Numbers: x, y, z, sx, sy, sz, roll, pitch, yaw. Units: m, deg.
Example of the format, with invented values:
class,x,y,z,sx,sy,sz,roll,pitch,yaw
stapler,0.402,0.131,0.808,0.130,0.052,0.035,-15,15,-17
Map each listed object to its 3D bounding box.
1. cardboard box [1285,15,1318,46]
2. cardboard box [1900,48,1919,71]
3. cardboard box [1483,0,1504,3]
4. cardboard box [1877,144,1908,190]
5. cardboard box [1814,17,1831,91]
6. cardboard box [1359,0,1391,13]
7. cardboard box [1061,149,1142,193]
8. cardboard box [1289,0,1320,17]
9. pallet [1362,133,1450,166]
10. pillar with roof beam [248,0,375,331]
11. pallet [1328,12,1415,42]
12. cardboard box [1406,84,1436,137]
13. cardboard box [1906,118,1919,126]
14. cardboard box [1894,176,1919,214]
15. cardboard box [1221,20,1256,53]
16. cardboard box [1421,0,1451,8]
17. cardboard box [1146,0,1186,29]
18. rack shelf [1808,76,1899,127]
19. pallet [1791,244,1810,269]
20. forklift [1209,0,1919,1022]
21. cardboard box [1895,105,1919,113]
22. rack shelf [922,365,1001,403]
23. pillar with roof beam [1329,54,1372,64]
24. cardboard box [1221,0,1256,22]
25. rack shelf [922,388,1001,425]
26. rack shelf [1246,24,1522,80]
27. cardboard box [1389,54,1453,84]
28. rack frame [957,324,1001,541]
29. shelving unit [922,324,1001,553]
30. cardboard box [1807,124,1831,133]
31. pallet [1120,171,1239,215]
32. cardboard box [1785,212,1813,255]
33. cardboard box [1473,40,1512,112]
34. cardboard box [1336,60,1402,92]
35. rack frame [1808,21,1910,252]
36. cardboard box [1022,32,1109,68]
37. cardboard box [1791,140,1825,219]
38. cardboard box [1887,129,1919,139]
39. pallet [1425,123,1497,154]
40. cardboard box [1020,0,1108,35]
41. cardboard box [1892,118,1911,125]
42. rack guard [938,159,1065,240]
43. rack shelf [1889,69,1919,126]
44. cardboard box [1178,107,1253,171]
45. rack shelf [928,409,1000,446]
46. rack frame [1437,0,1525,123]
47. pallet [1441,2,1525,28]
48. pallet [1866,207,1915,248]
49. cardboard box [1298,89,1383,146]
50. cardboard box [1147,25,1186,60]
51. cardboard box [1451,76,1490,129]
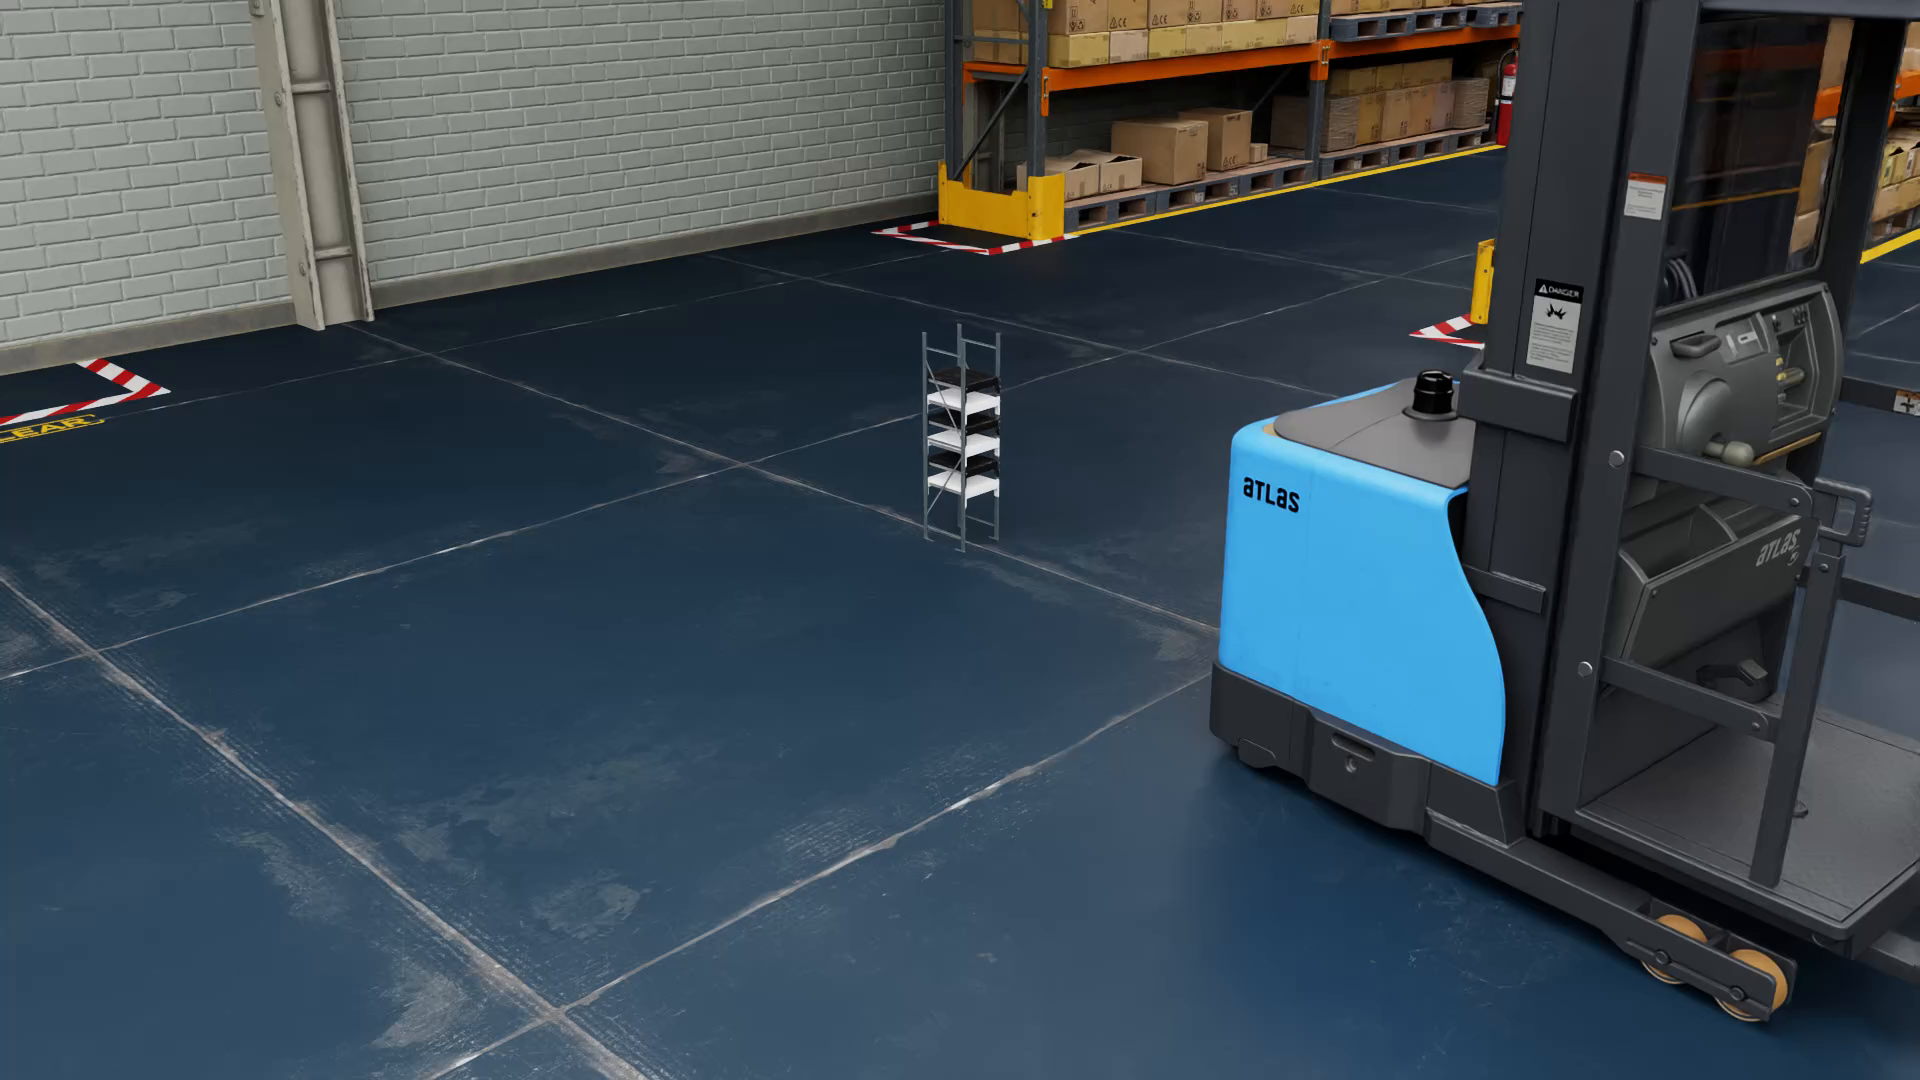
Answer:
class,x,y,z,sx,sy,sz,roll,pitch,yaw
cardboard box,2.955,-4.729,15.379,0.500,0.250,0.500,19,28,41
cardboard box,7.384,-3.808,13.151,0.380,0.149,0.250,19,28,41
cardboard box,5.538,-6.145,18.127,0.700,0.500,0.500,15,26,35
cardboard box,7.086,-2.967,13.078,0.500,0.311,0.500,19,28,41
cardboard box,5.599,-3.415,11.638,0.500,0.500,0.700,-20,28,-41
cardboard box,3.842,-5.504,16.460,0.500,0.500,0.700,-17,27,-37
cardboard box,1.222,-3.212,14.384,0.500,0.311,0.500,-17,27,-38
cardboard box,2.960,-5.078,15.241,0.500,0.500,0.500,19,28,41
pallet,4.461,-4.202,17.712,1.003,0.211,1.213,19,28,41
pillar with roof beam,-0.955,-4.536,6.334,9.100,9.000,0.400,19,28,41
pallet,3.705,-5.058,16.321,1.003,0.211,1.213,19,28,41
cardboard box,4.624,-4.618,17.780,0.700,0.500,0.500,19,28,40
cardboard box,8.509,-3.491,14.441,0.500,0.311,0.500,19,28,40
cardboard box,7.436,-2.834,13.514,0.500,0.250,0.500,-19,28,-41
cardboard box,2.261,-4.470,14.705,0.500,0.250,0.500,19,28,40
cardboard box,4.684,-5.819,17.280,0.700,0.500,0.500,19,28,41
cardboard box,1.543,-4.552,13.873,0.500,0.500,0.500,18,27,39
rack shelf,5.225,-2.899,11.438,1.077,0.370,4.000,19,28,41
pallet,6.035,-2.253,12.643,1.003,0.211,1.213,19,28,41
forklift,2.122,-0.405,4.043,1.130,2.935,3.031,-17,27,-37
cardboard box,8.834,-3.890,15.480,0.500,0.311,0.500,-19,28,-40
rack shelf,0.006,-0.643,6.834,0.258,0.077,0.200,19,28,41
pillar with roof beam,7.416,-7.621,14.359,9.100,9.000,0.400,19,28,41
cardboard box,2.257,-4.822,14.574,0.500,0.500,0.500,18,28,39
rack shelf,0.006,-0.559,6.866,0.258,0.077,0.200,19,28,41
rack shelf,4.463,-5.166,17.337,1.077,0.370,4.000,19,28,41
cardboard box,4.951,-5.075,17.924,0.500,0.250,0.500,-20,28,-41
rack frame,0.077,-0.448,6.987,0.240,0.900,0.006,19,28,41
shelving unit,0.006,-0.422,6.919,0.258,0.900,0.210,19,28,41
cardboard box,7.405,-3.362,14.106,0.500,0.311,0.500,19,28,40
pallet,1.774,-3.189,15.078,1.003,0.211,1.213,19,28,41
cardboard box,5.759,-2.229,11.940,0.500,0.250,0.500,19,28,41
cardboard box,6.465,-5.365,19.262,0.750,0.750,0.750,19,28,40
cardboard box,4.234,-4.818,17.255,0.500,0.250,0.500,18,28,39
rack frame,6.620,-3.749,12.647,1.000,3.000,0.127,19,28,41
cardboard box,0.845,-3.945,13.338,0.500,0.250,0.500,18,28,39
cardboard box,5.750,-2.582,11.814,0.500,0.500,0.500,19,28,41
cardboard box,7.800,-3.228,13.757,0.500,0.311,0.500,18,27,39
pallet,5.312,-4.514,18.524,1.003,0.211,1.213,19,28,41
cardboard box,0.826,-4.296,13.207,0.500,0.500,0.500,19,28,41
cardboard box,8.117,-3.622,14.784,0.500,0.311,0.500,18,28,39
rack guard,0.330,-2.812,13.694,1.175,0.500,0.348,19,28,41
rack shelf,8.015,-3.927,14.113,1.077,0.370,4.000,19,28,41
cardboard box,2.373,-3.749,15.519,0.500,0.500,0.500,17,27,37
rack shelf,0.006,-0.475,6.898,0.258,0.077,0.200,19,28,41
rack frame,5.858,-6.016,18.545,1.000,3.000,0.127,19,28,41
pallet,5.437,-5.716,18.034,1.213,0.211,1.003,19,28,41
pallet,7.106,-2.646,13.665,1.003,0.211,1.213,19,28,41
cardboard box,3.894,-4.365,17.121,0.700,0.500,0.500,19,28,40
cardboard box,1.557,-4.211,14.031,0.500,0.250,0.500,19,28,40
cardboard box,5.393,-4.856,18.399,0.500,0.500,0.700,-20,29,-41
